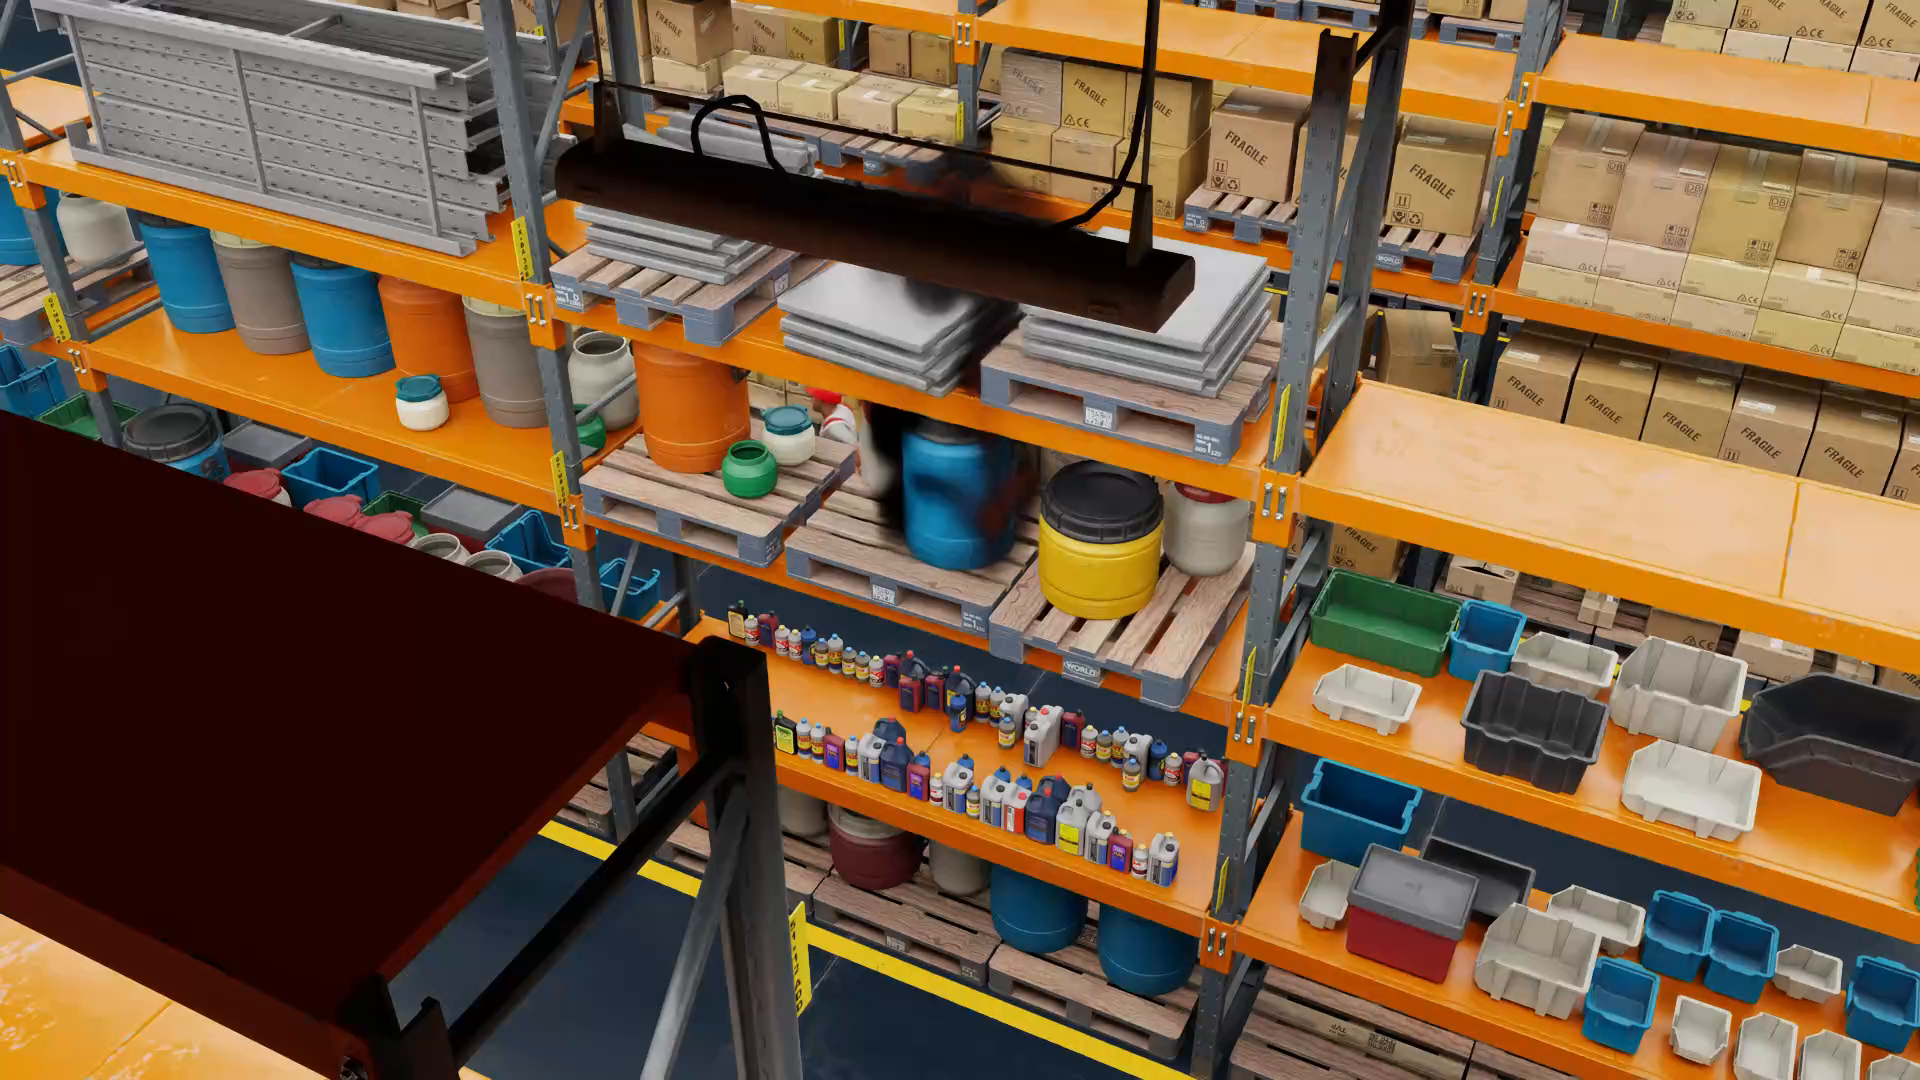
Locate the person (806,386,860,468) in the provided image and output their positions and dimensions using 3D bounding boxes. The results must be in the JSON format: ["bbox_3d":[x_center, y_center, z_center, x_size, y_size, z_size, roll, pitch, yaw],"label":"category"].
[{"bbox_3d":[-0.876,-0.457,12.978,0.987,1.730,0.620,9,36,13],"label":"person"}]
